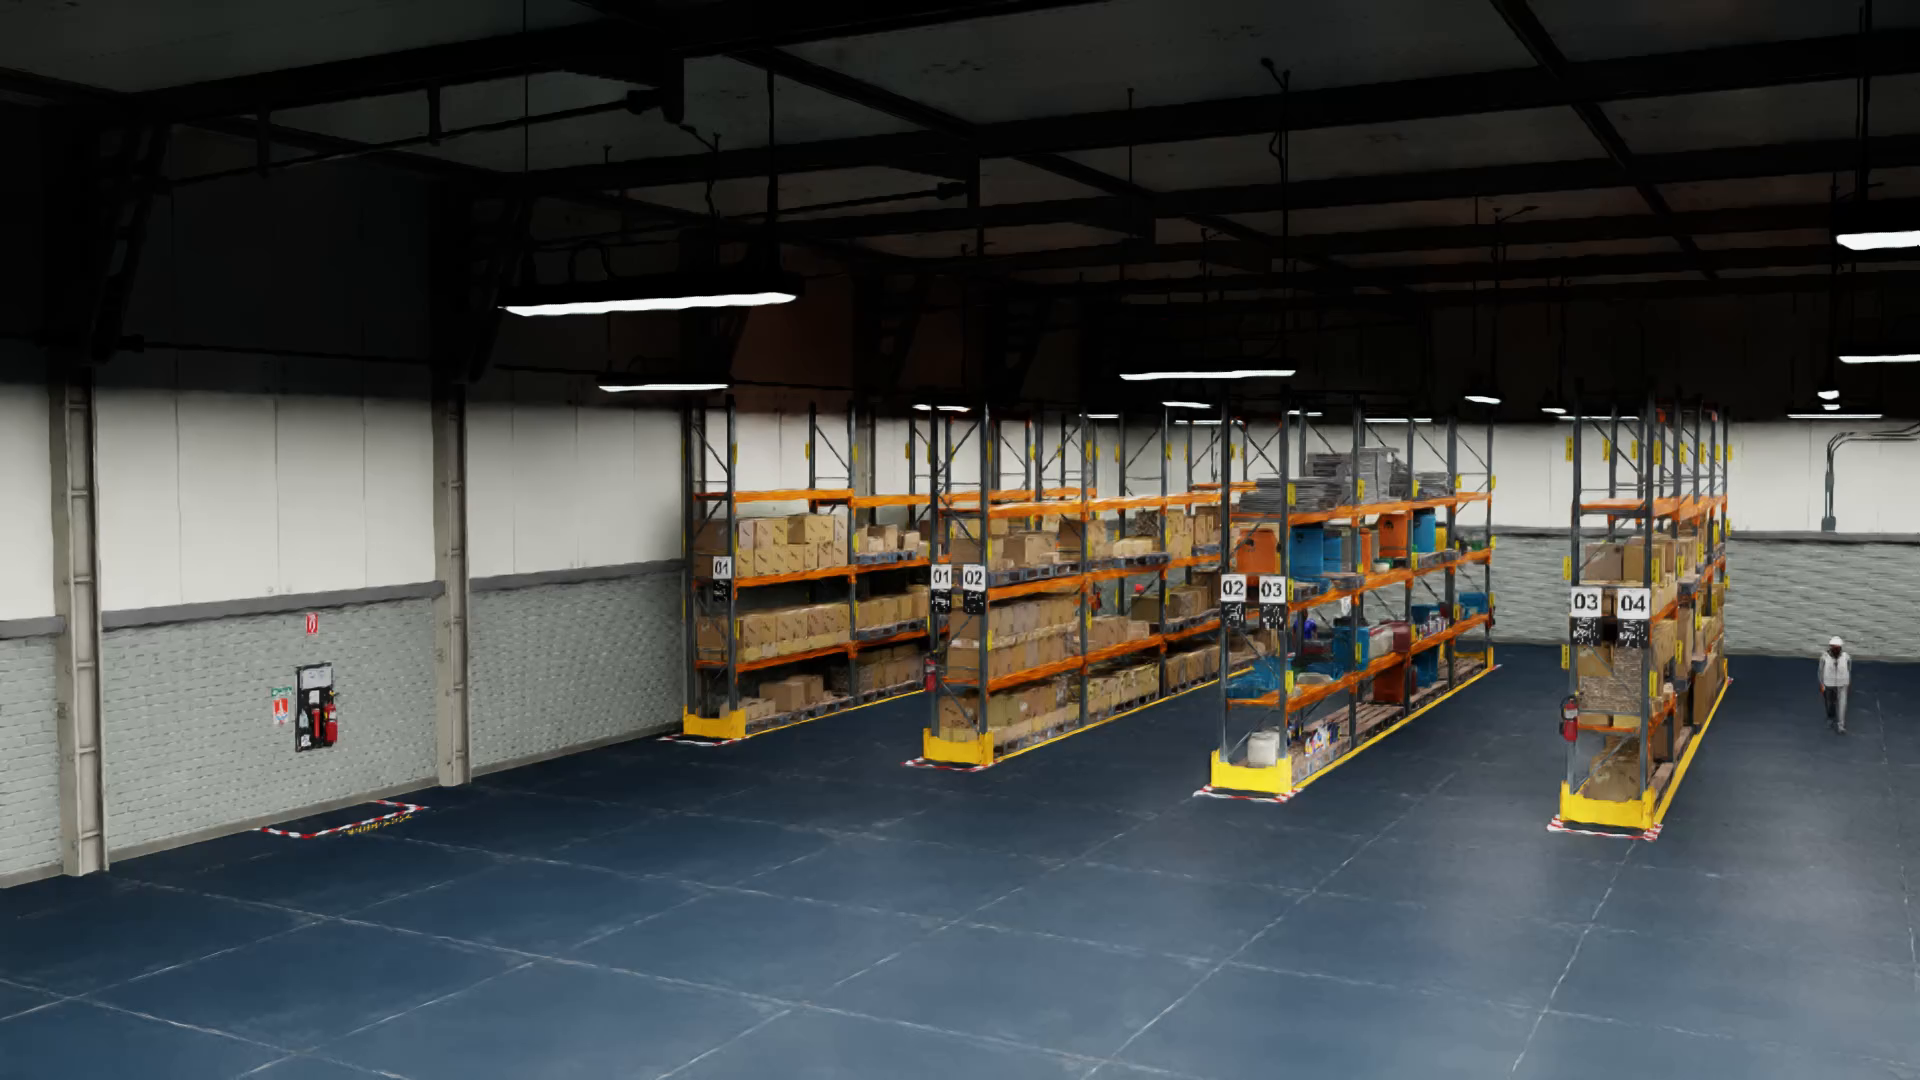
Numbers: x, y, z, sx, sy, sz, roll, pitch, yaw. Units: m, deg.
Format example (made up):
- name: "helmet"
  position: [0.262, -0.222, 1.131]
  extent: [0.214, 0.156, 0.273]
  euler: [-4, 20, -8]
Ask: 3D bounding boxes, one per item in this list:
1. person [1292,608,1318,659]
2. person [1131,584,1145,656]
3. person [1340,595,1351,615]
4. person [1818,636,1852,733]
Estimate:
- name: "person"
  position: [7.609, 2.284, 36.697]
  extent: [0.592, 1.590, 0.513]
  euler: [1, 3, 25]
- name: "person"
  position: [4.364, 1.963, 40.374]
  extent: [0.395, 1.792, 0.661]
  euler: [1, 3, 11]
- name: "person"
  position: [10.319, 1.822, 44.493]
  extent: [0.641, 1.658, 0.453]
  euler: [-2, 3, -27]
- name: "person"
  position: [15.732, 2.567, 29.917]
  extent: [0.543, 1.700, 1.115]
  euler: [2, 3, 30]
